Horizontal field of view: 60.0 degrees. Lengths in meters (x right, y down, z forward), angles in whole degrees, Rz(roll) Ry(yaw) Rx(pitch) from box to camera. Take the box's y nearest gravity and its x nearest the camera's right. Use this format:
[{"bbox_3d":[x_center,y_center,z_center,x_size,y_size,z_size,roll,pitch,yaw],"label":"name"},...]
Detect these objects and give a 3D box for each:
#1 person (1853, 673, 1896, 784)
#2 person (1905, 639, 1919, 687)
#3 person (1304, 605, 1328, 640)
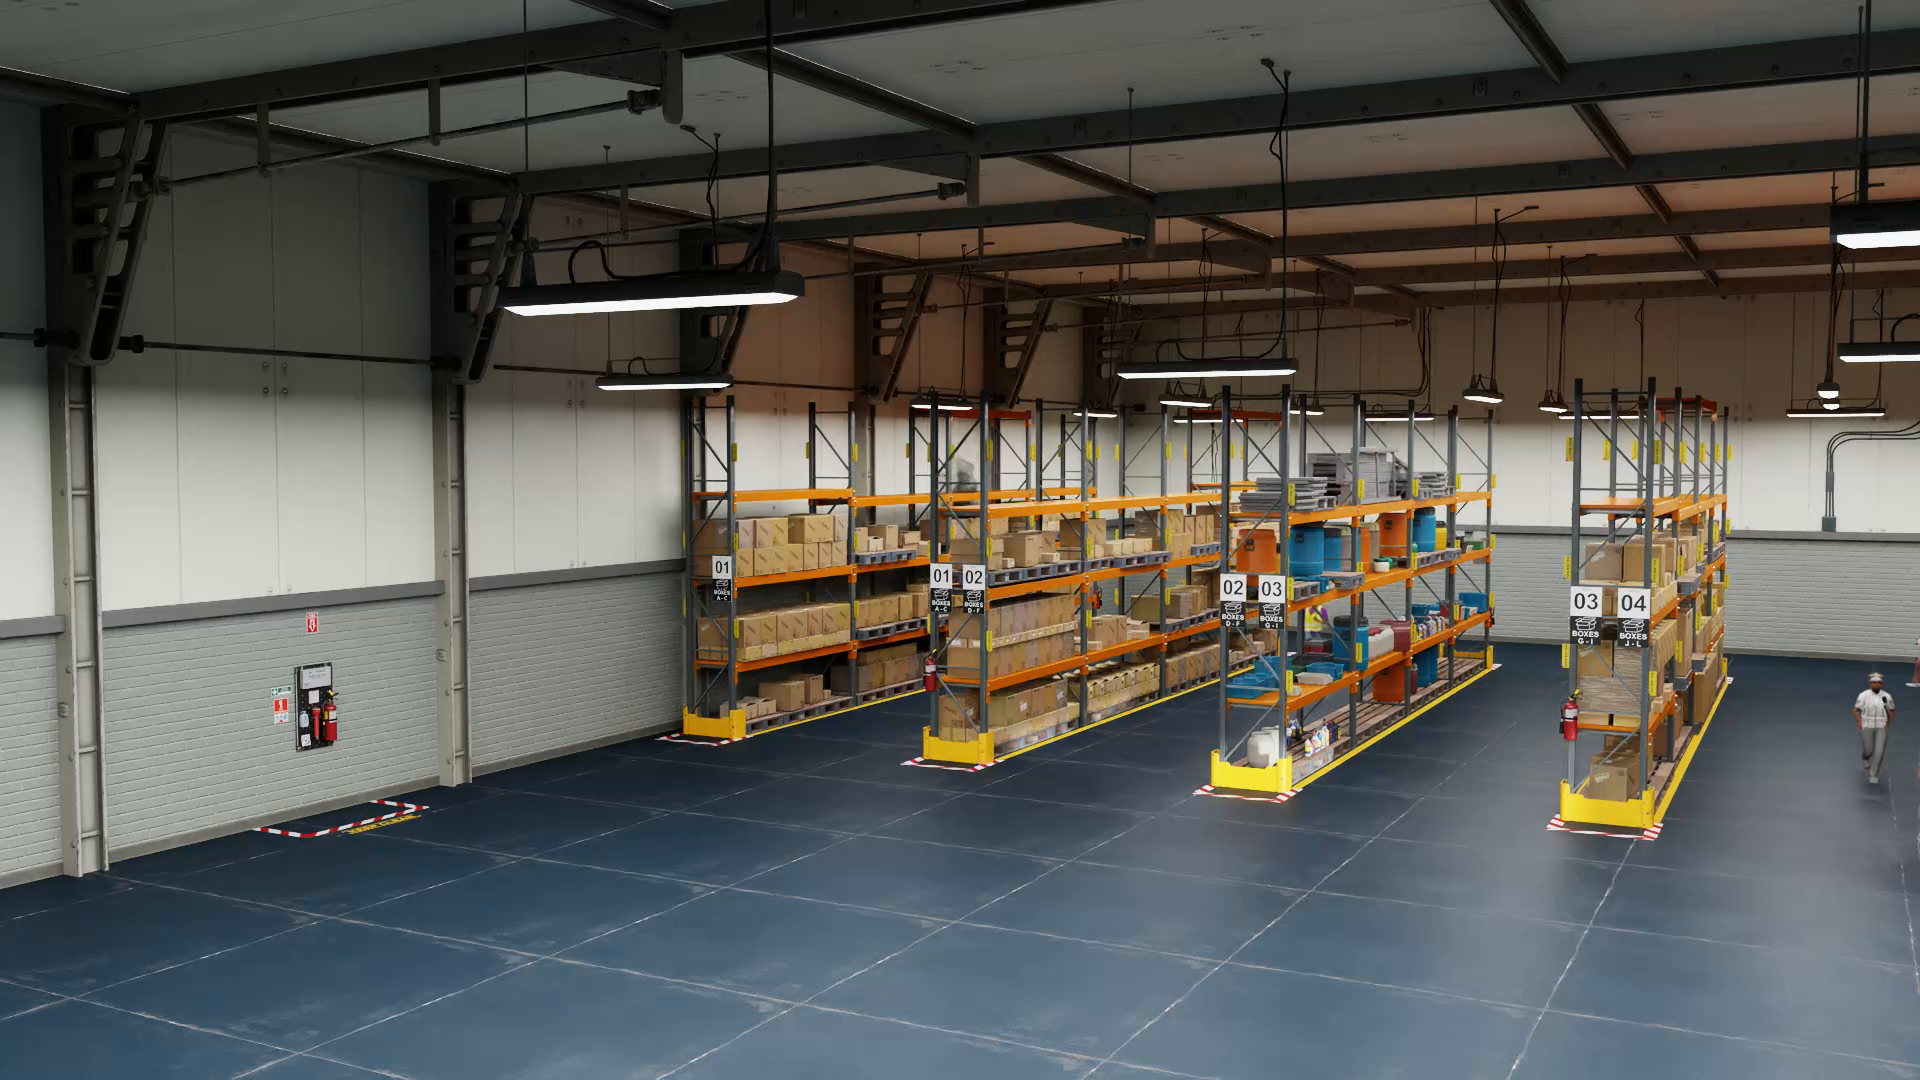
[{"bbox_3d":[13.942,2.850,25.348,0.575,1.657,0.589,1,3,22],"label":"person"},{"bbox_3d":[20.596,2.316,35.263,0.858,1.647,0.631,1,3,12],"label":"person"},{"bbox_3d":[8.019,2.113,37.826,0.686,1.807,0.876,1,3,19],"label":"person"}]
